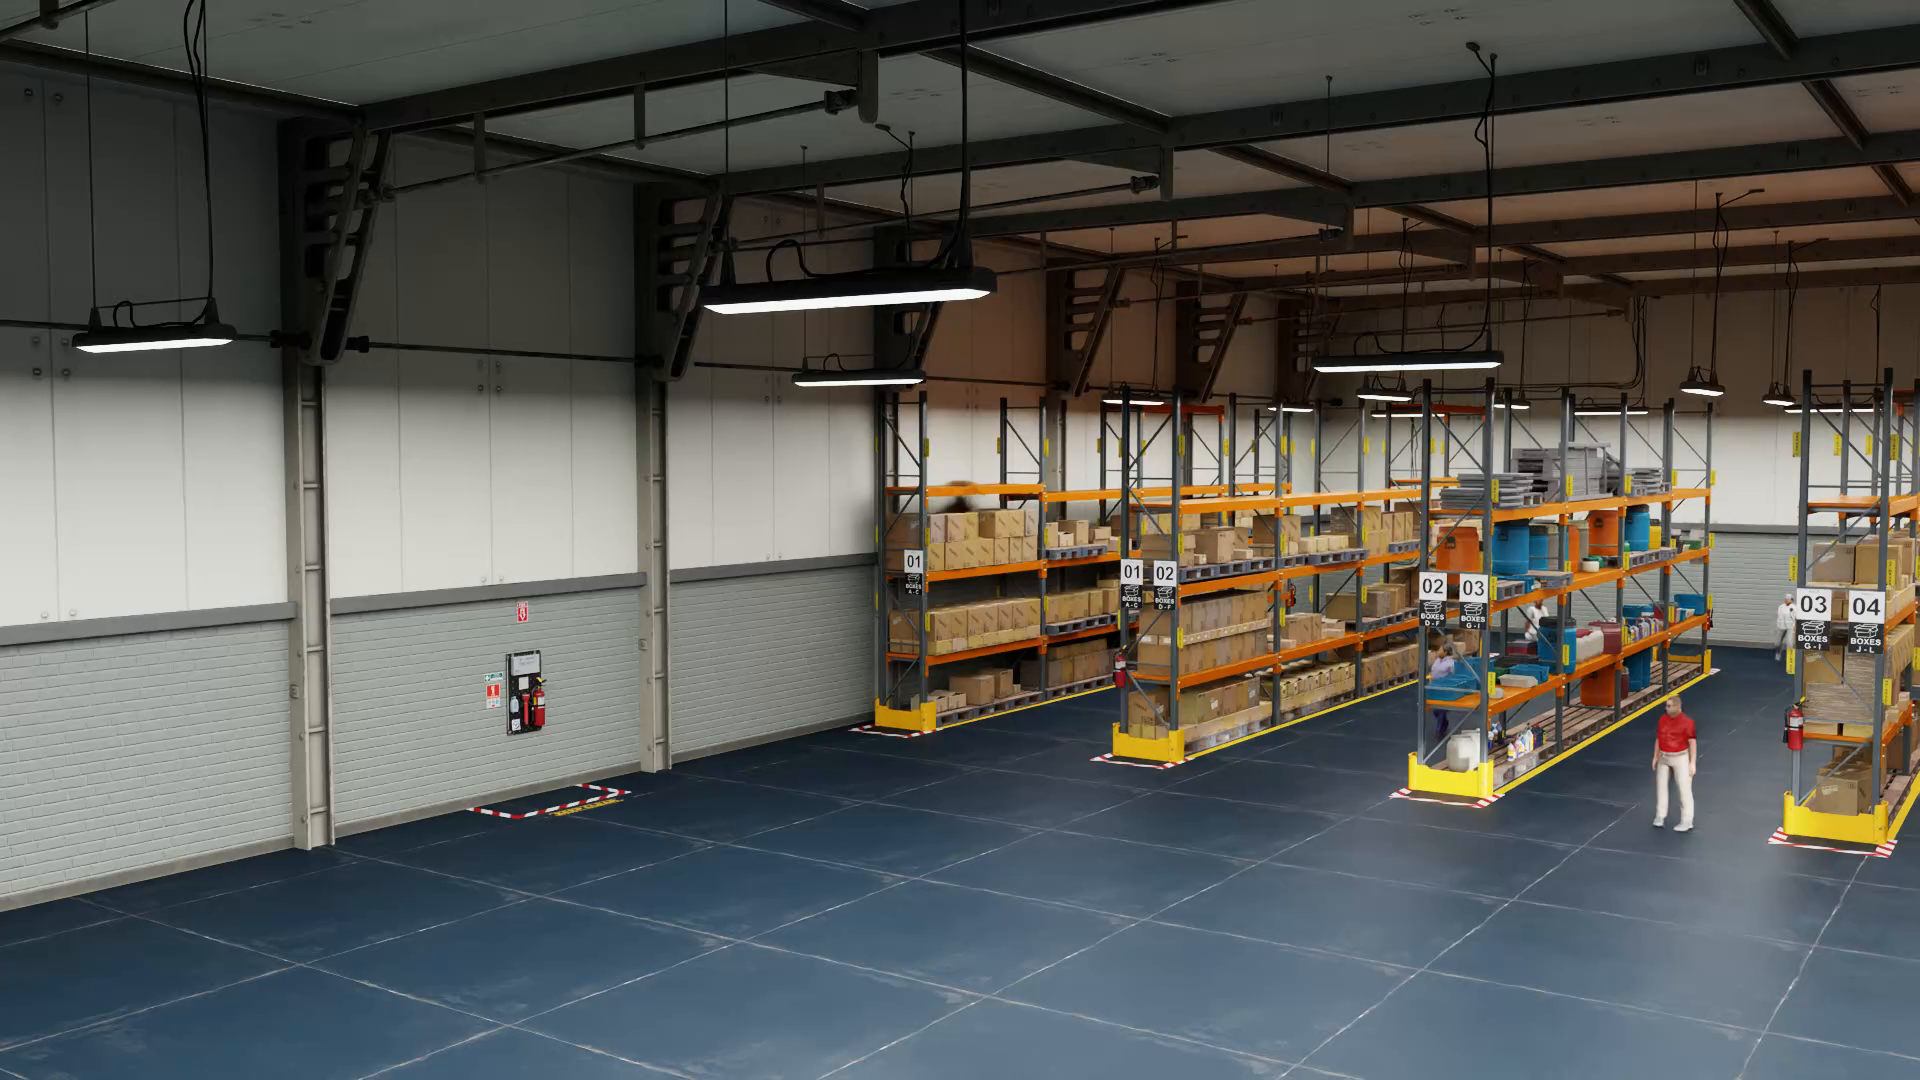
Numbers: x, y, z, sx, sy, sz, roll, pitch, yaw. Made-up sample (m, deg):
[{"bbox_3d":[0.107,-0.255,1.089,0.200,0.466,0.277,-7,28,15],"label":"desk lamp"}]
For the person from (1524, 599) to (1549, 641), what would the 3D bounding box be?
[{"bbox_3d":[12.758,2.092,36.653,0.640,1.809,0.488,-1,3,-23],"label":"person"}]

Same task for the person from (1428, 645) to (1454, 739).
[{"bbox_3d":[8.357,2.609,28.808,0.572,1.599,0.851,3,4,40],"label":"person"}]

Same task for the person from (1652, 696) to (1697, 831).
[{"bbox_3d":[9.388,2.916,21.895,0.407,1.732,0.593,-2,4,-35],"label":"person"}]

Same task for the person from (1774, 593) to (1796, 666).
[{"bbox_3d":[19.021,2.045,38.238,0.528,1.645,0.634,2,4,27],"label":"person"}]
